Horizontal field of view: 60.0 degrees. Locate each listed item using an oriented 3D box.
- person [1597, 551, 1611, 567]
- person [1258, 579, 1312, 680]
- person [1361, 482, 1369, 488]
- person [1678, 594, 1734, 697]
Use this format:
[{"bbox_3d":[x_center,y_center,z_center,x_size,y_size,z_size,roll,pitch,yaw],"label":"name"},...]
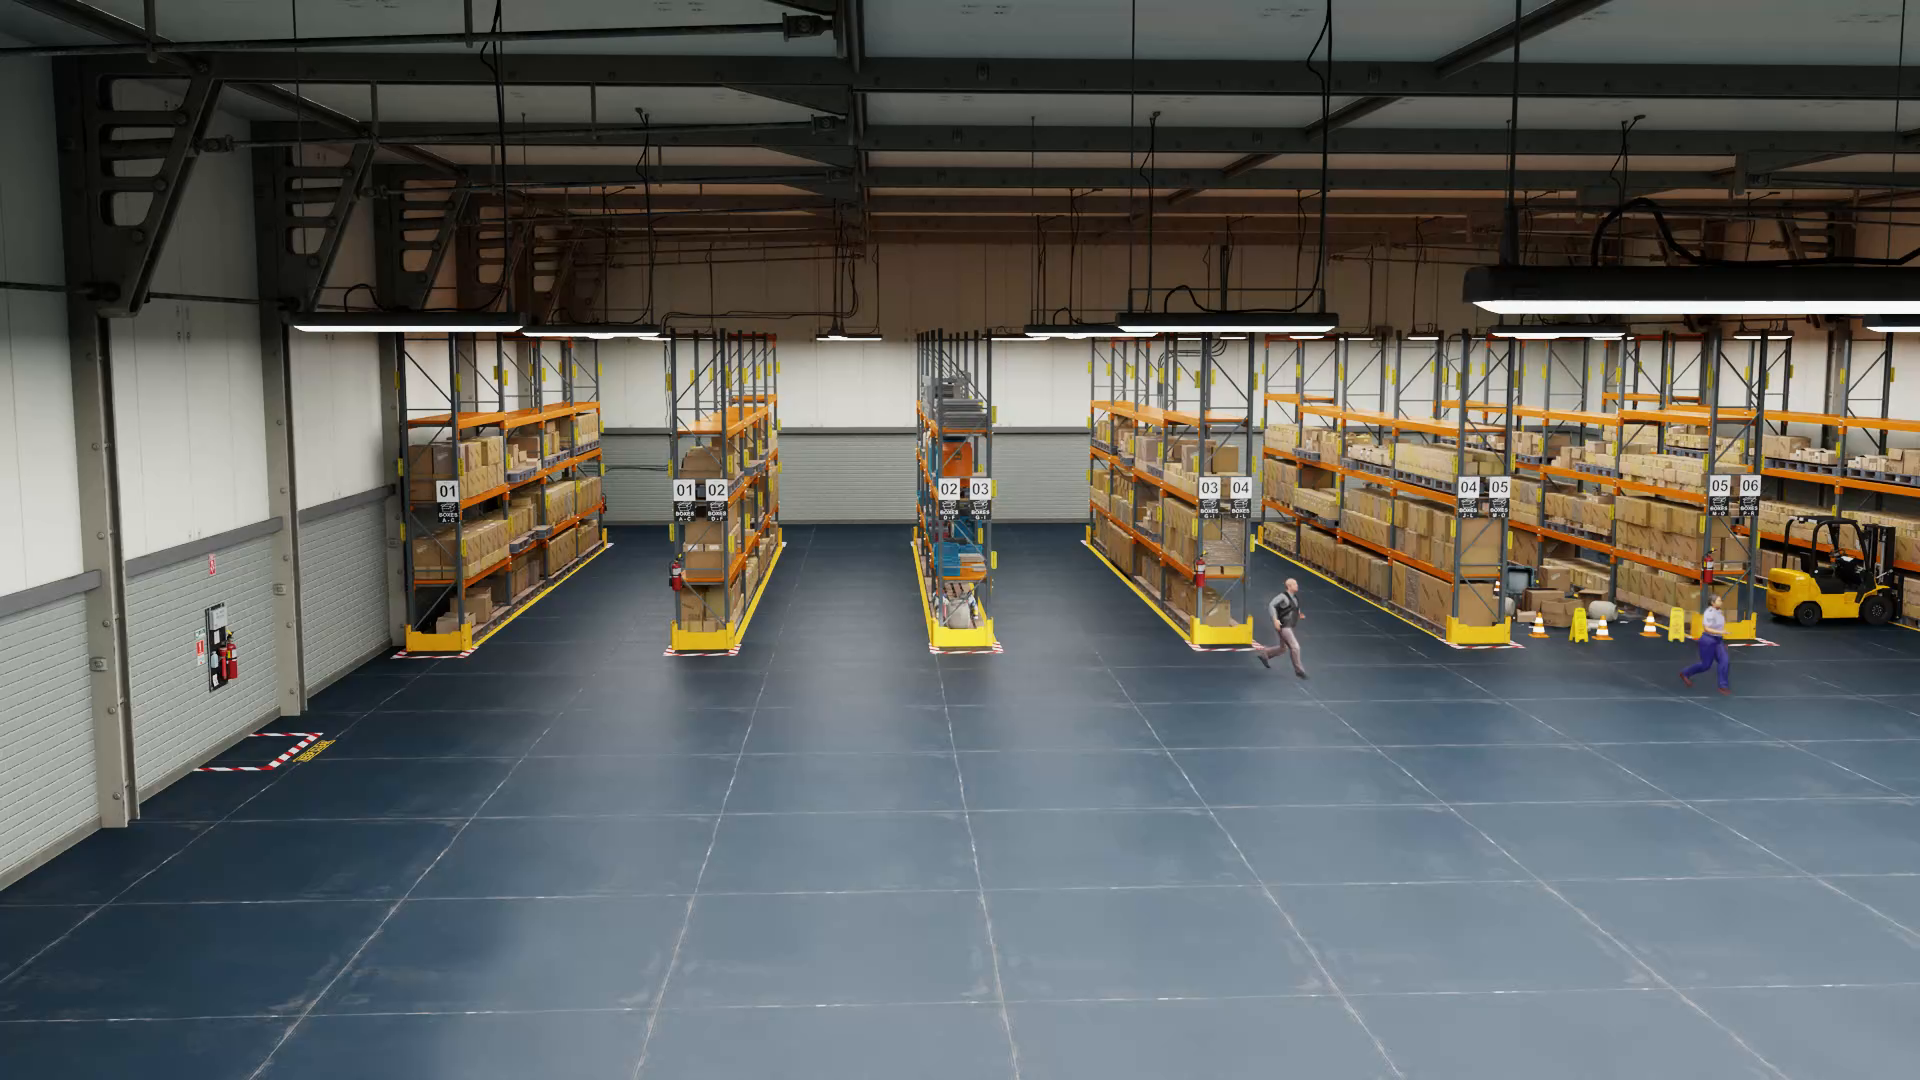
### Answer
[{"bbox_3d":[15.933,0.045,40.908,0.692,1.724,0.582,0,7,-2],"label":"person"},{"bbox_3d":[5.592,1.509,28.587,0.997,1.722,0.678,5,8,35],"label":"person"},{"bbox_3d":[12.043,-0.902,49.308,0.754,1.632,0.598,0,7,-1],"label":"person"},{"bbox_3d":[12.283,1.730,27.301,0.894,1.678,0.636,6,9,42],"label":"person"}]
